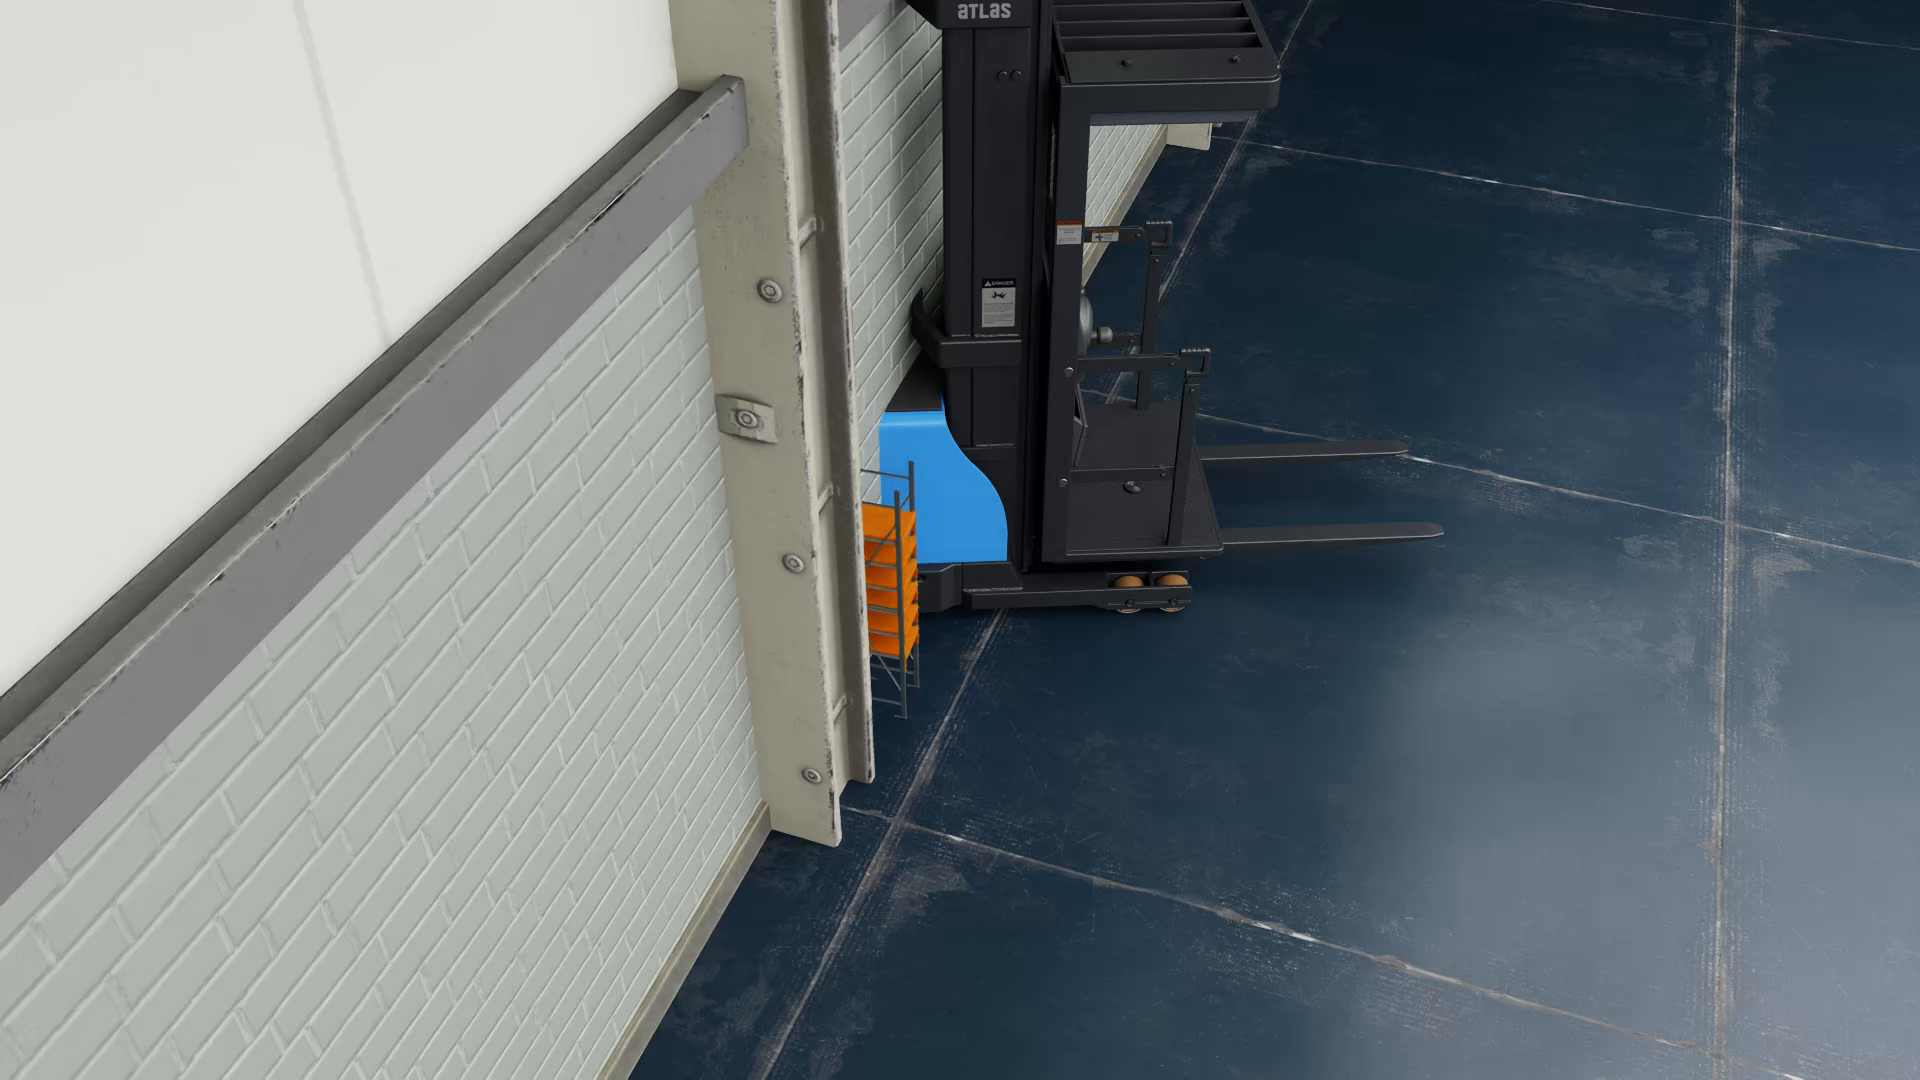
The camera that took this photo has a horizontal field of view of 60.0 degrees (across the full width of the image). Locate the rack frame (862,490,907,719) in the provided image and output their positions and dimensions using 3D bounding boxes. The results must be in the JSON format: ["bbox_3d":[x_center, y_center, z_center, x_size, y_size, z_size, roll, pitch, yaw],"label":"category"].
[{"bbox_3d":[-0.336,0.259,6.476,0.240,1.200,0.006,10,41,11],"label":"rack frame"}]

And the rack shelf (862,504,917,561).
[{"bbox_3d":[-0.312,-0.038,6.338,0.258,0.103,0.180,10,41,11],"label":"rack shelf"}]

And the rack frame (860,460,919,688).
[{"bbox_3d":[-0.288,0.144,6.610,0.240,1.200,0.006,10,41,11],"label":"rack frame"}]

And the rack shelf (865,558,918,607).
[{"bbox_3d":[-0.312,0.144,6.494,0.258,0.103,0.180,10,41,11],"label":"rack shelf"}]

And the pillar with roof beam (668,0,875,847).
[{"bbox_3d":[3.498,-1.452,2.472,9.100,9.000,0.400,13,42,15],"label":"pillar with roof beam"}]

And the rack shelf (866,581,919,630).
[{"bbox_3d":[-0.312,0.235,6.572,0.258,0.103,0.180,10,41,11],"label":"rack shelf"}]

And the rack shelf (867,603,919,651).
[{"bbox_3d":[-0.312,0.327,6.650,0.258,0.103,0.180,10,41,11],"label":"rack shelf"}]

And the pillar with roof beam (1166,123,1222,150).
[{"bbox_3d":[5.550,-5.111,6.761,9.100,9.000,0.400,13,42,15],"label":"pillar with roof beam"}]

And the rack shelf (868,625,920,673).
[{"bbox_3d":[-0.312,0.418,6.728,0.258,0.103,0.180,10,41,11],"label":"rack shelf"}]

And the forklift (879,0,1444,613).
[{"bbox_3d":[0.626,-1.137,6.778,3.031,2.935,1.130,-2,41,-2],"label":"forklift"}]

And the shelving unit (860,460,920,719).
[{"bbox_3d":[-0.312,0.202,6.543,0.258,1.200,0.189,10,41,11],"label":"shelving unit"}]

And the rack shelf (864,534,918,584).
[{"bbox_3d":[-0.312,0.053,6.416,0.258,0.103,0.180,10,41,11],"label":"rack shelf"}]
